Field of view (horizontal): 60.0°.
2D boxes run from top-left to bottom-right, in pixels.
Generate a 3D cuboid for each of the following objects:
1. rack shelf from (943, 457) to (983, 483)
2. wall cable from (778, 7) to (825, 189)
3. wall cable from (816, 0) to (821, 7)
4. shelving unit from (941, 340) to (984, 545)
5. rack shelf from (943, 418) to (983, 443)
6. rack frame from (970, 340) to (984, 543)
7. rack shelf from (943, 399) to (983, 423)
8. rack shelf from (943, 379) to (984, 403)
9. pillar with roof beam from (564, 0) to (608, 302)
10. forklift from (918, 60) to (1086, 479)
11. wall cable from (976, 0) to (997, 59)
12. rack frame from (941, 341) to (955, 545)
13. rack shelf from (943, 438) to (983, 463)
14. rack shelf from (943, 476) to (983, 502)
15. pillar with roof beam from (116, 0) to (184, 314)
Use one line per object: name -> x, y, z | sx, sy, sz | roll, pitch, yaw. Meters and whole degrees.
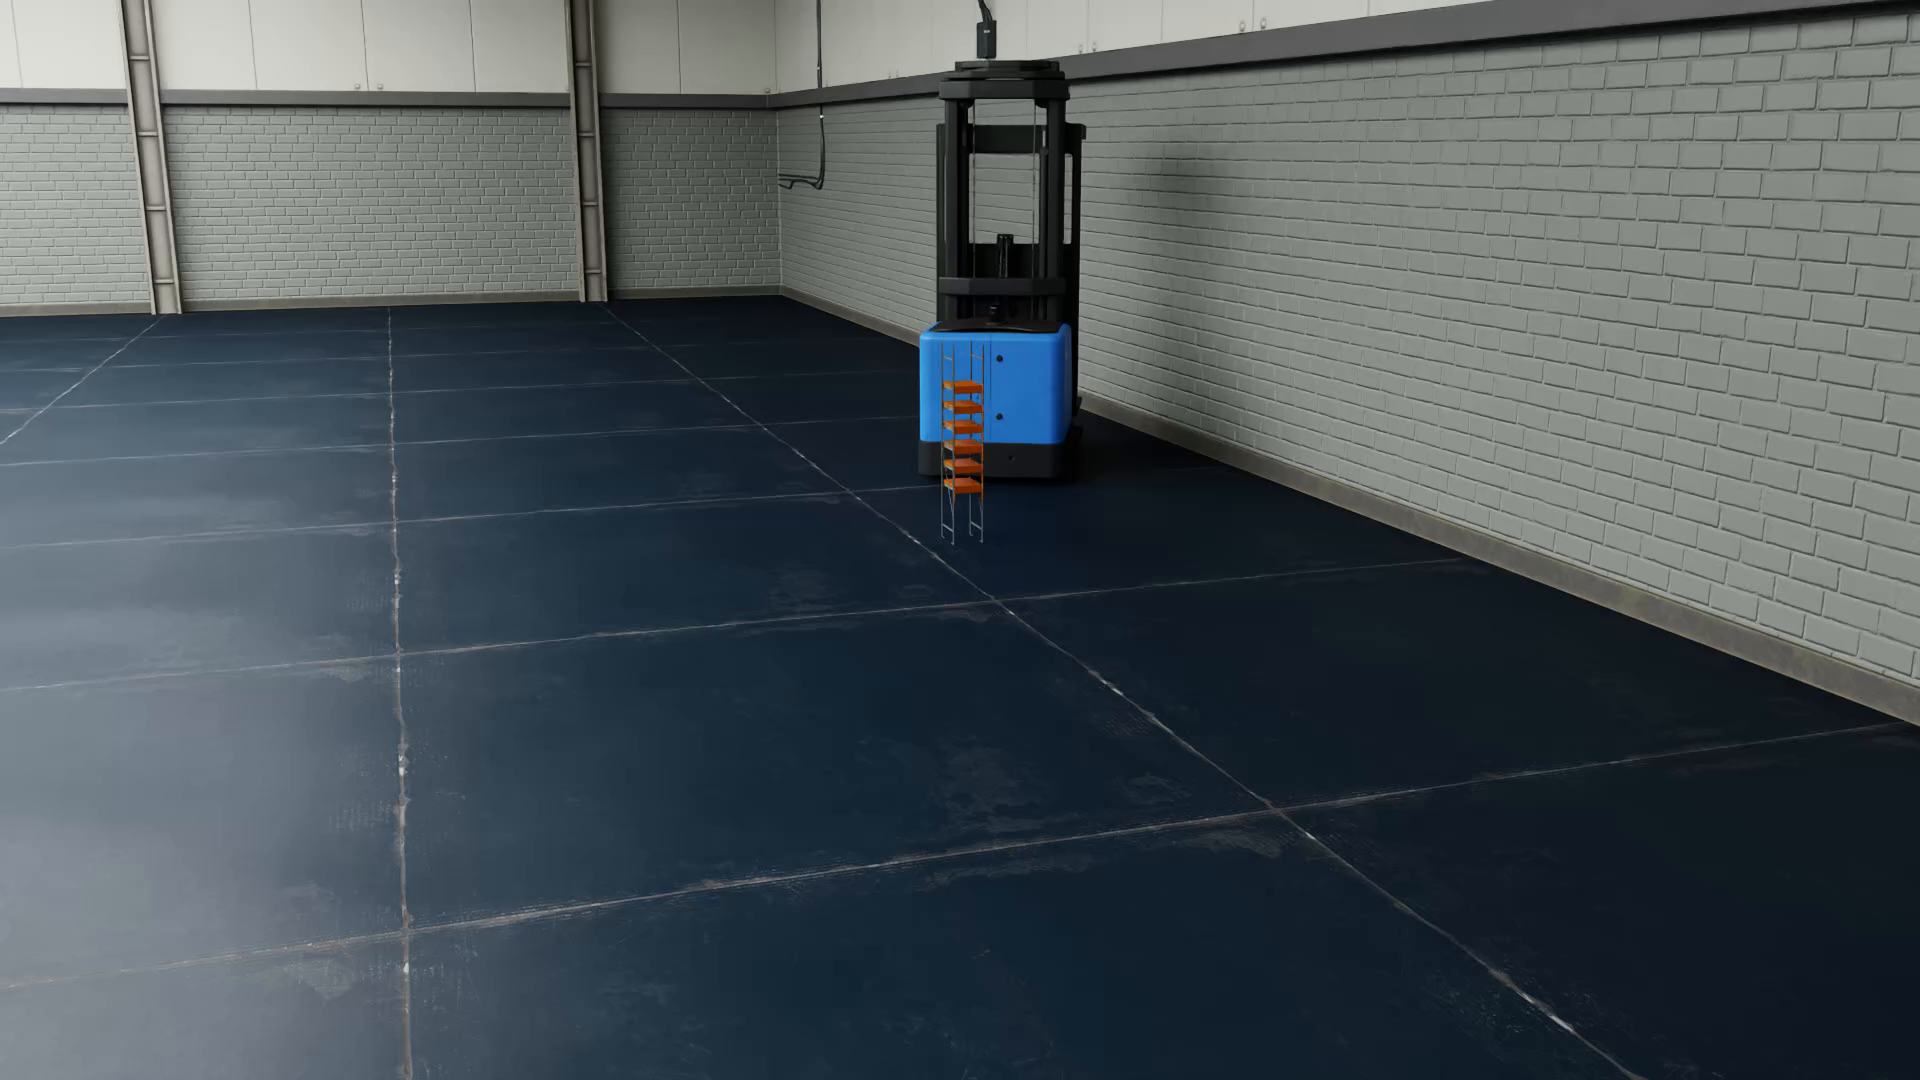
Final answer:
rack shelf -> 0.014, -0.425, 10.046 | 0.180, 0.103, 0.258 | -4, 14, -18
wall cable -> -2.443, -6.491, 24.697 | 0.112, 2.526, 3.097 | -4, 14, -18
wall cable -> -1.581, -8.355, 21.618 | 0.112, 2.526, 3.097 | -4, 14, -18
shelving unit -> 0.014, -0.585, 10.008 | 0.189, 1.200, 0.258 | -4, 14, -18
rack shelf -> 0.014, -0.658, 9.991 | 0.180, 0.103, 0.258 | -4, 14, -18
rack frame -> 0.100, -0.592, 10.037 | 0.006, 1.200, 0.240 | -4, 14, -18
rack shelf -> 0.014, -0.775, 9.963 | 0.180, 0.103, 0.258 | -4, 14, -18
rack shelf -> 0.014, -0.892, 9.935 | 0.180, 0.103, 0.258 | -4, 14, -18
pillar with roof beam -> -4.284, -7.130, 20.674 | 0.400, 9.000, 9.100 | -4, 14, -18
forklift -> 0.393, -2.148, 12.841 | 1.130, 2.935, 3.031 | 2, 13, 7
wall cable -> 0.569, -7.573, 15.186 | 0.169, 6.003, 2.305 | -4, 14, -18
rack frame -> -0.073, -0.578, 9.980 | 0.006, 1.200, 0.240 | -4, 14, -18
rack shelf -> 0.014, -0.542, 10.019 | 0.180, 0.103, 0.258 | -4, 14, -18
rack shelf -> 0.014, -0.308, 10.074 | 0.180, 0.103, 0.258 | -4, 14, -18
pillar with roof beam -> -9.971, -6.688, 18.812 | 0.400, 9.000, 9.100 | -4, 14, -18
